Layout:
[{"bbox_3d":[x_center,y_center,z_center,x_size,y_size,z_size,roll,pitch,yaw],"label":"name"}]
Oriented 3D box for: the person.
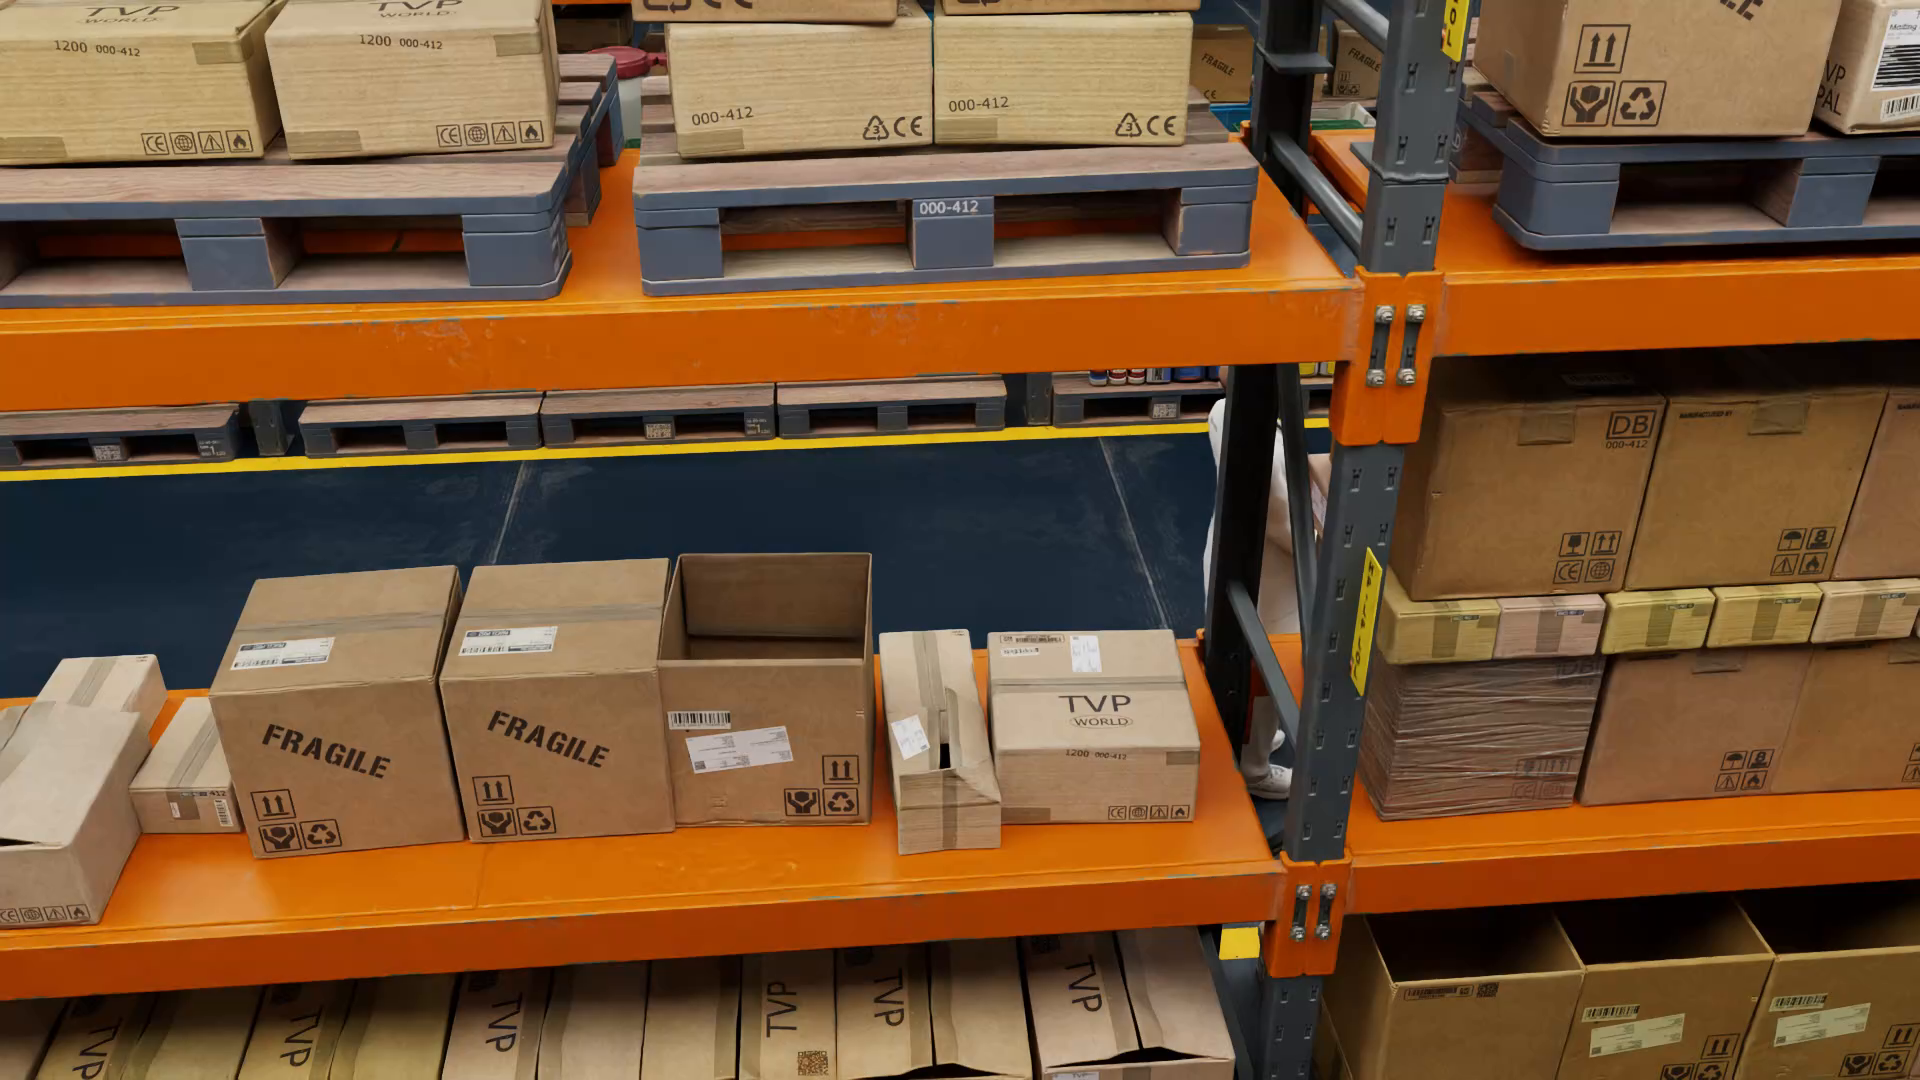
[{"bbox_3d":[1.137,0.119,5.956,0.554,1.765,0.529,-2,31,-4],"label":"person"}]
